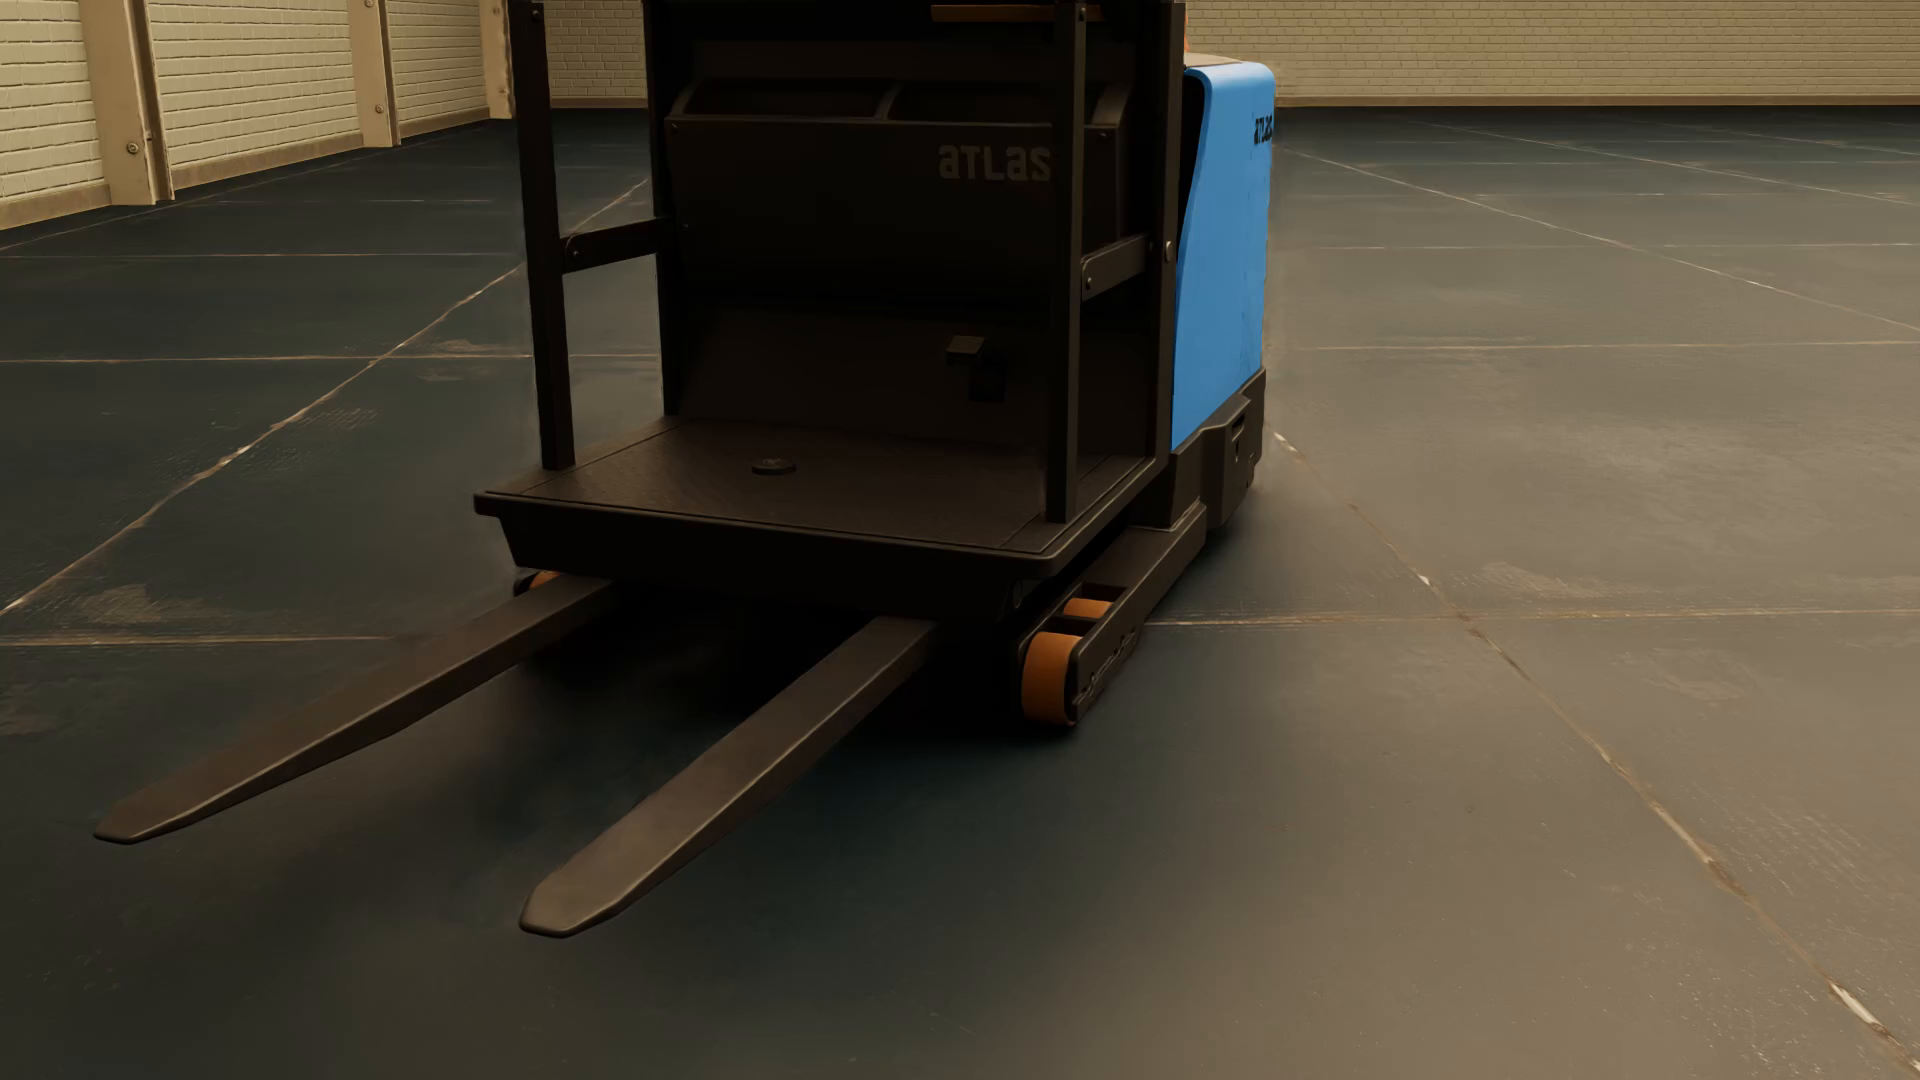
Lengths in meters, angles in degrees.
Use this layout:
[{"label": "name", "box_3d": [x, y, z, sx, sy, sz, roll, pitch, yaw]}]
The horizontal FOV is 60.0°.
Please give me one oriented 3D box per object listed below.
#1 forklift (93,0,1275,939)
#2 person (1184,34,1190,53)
[{"label": "forklift", "box_3d": [-0.200, -1.215, 2.879, 1.130, 2.935, 3.031, 6, 18, 20]}, {"label": "person", "box_3d": [0.498, -1.785, 6.815, 1.026, 1.795, 0.648, -4, 17, -13]}]
